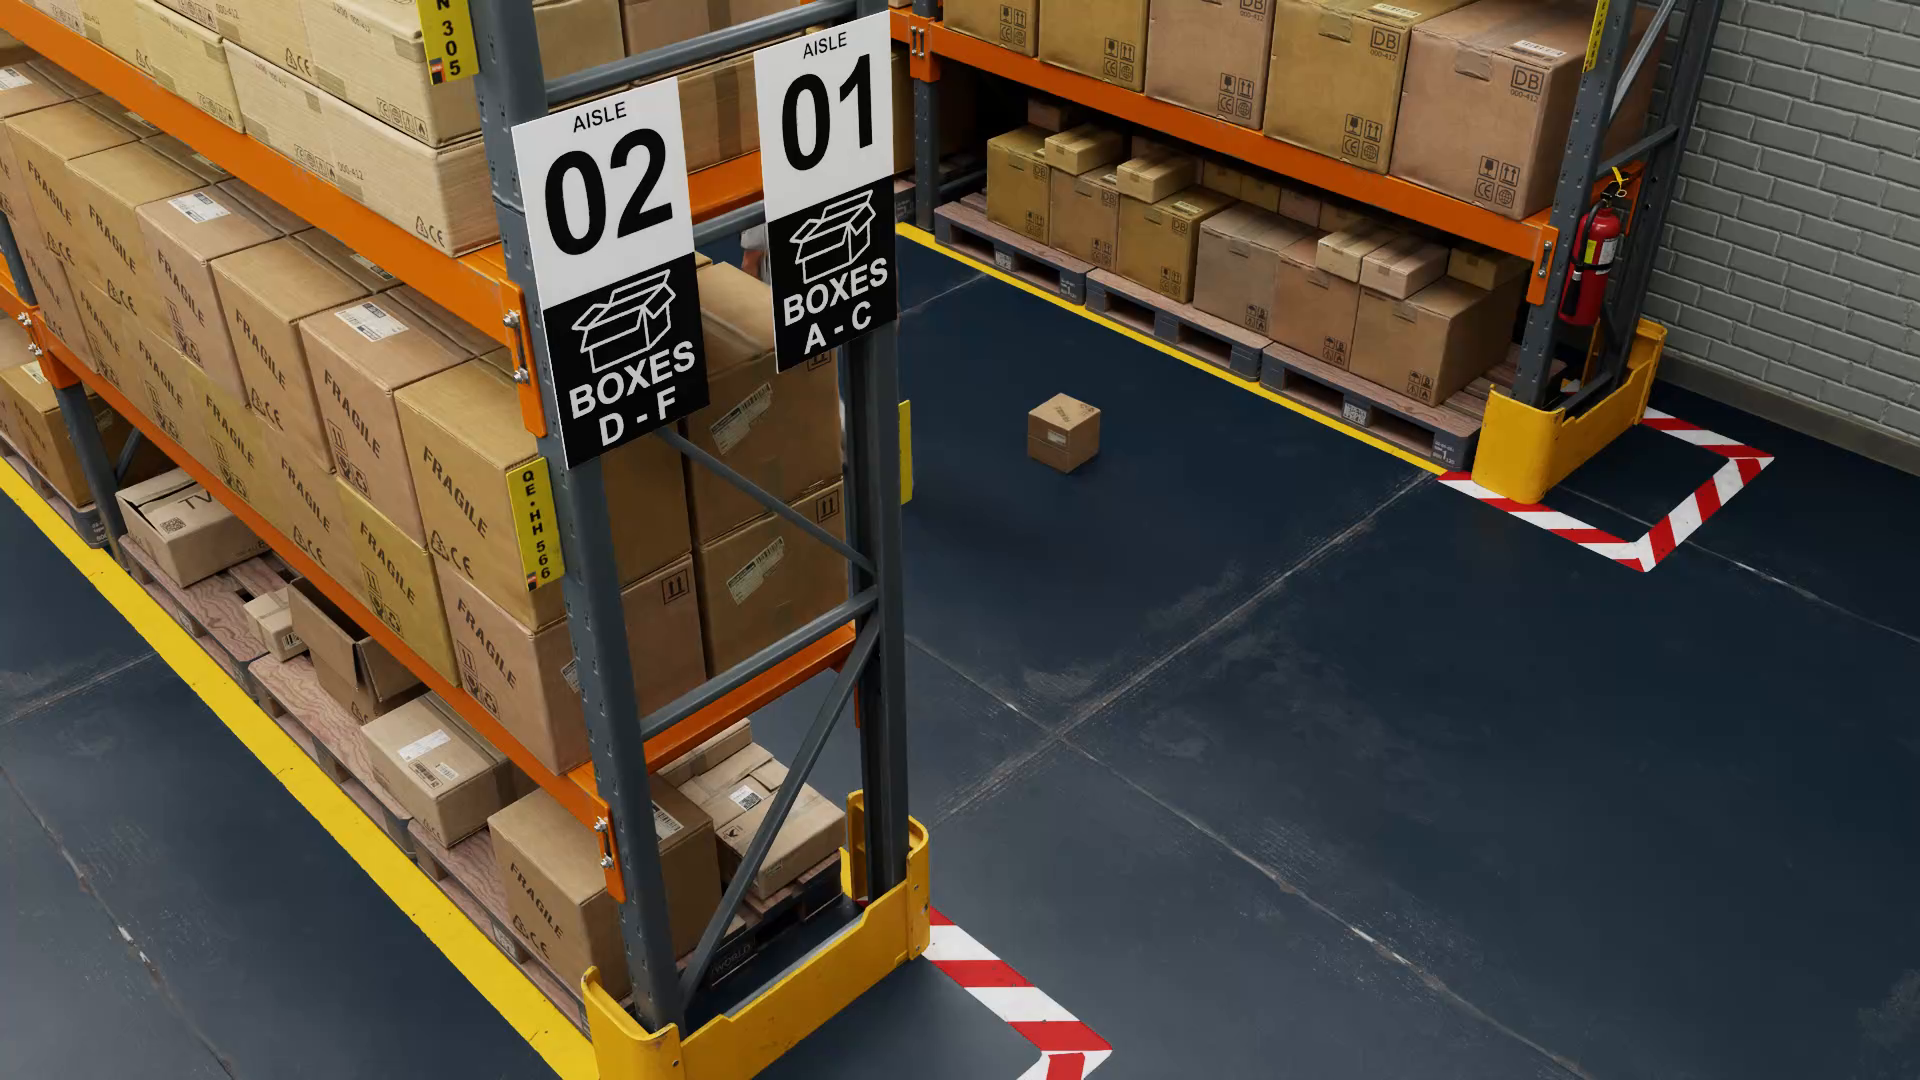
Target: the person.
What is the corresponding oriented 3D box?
[{"bbox_3d":[-0.780,-1.106,7.700,0.983,1.628,0.455,22,41,27],"label":"person"}]
